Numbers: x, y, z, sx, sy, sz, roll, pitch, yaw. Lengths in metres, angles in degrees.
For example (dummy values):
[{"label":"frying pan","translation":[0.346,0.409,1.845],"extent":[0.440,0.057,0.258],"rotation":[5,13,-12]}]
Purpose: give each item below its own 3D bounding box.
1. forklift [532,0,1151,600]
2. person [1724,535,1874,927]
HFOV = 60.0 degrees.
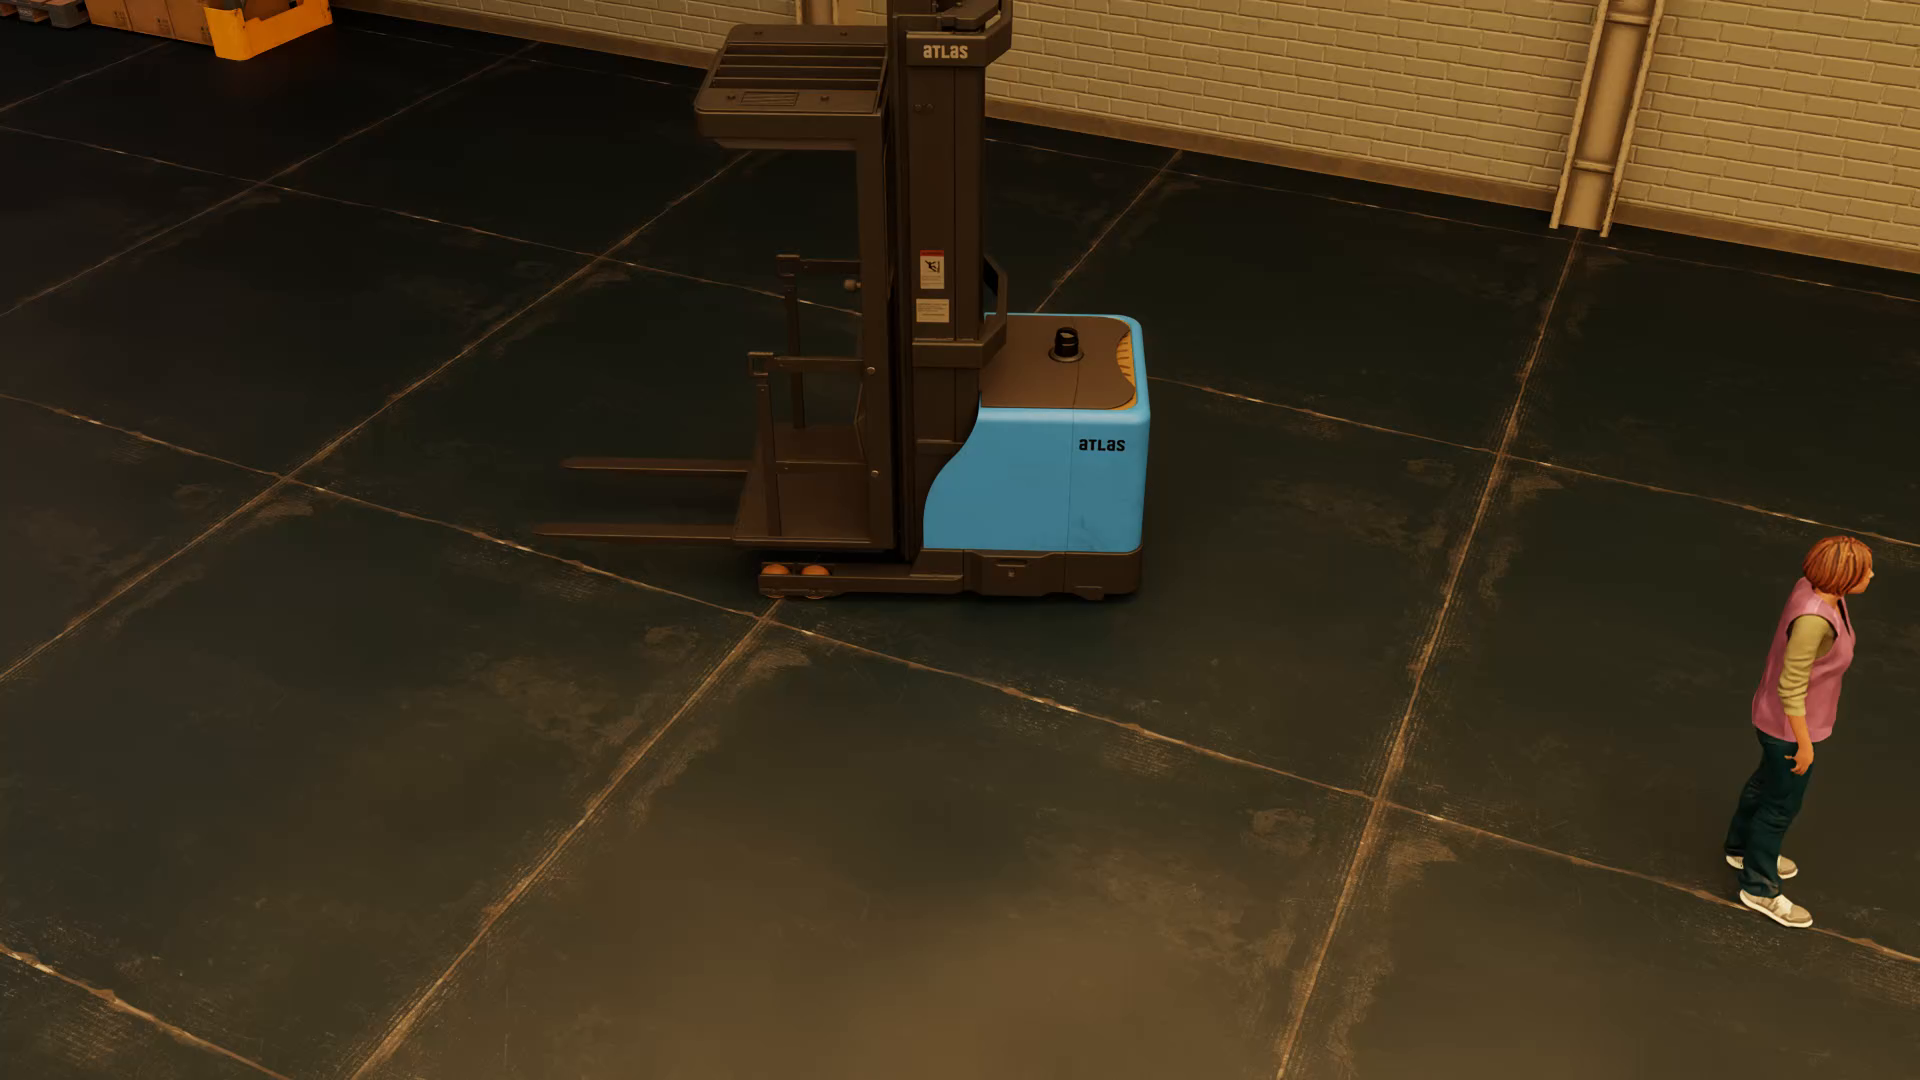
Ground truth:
[{"label":"forklift","translation":[-0.608,-1.208,7.780],"extent":[3.031,2.935,1.130],"rotation":[1,36,2]},{"label":"person","translation":[3.208,0.695,6.257],"extent":[0.454,1.605,0.503],"rotation":[16,39,22]}]
